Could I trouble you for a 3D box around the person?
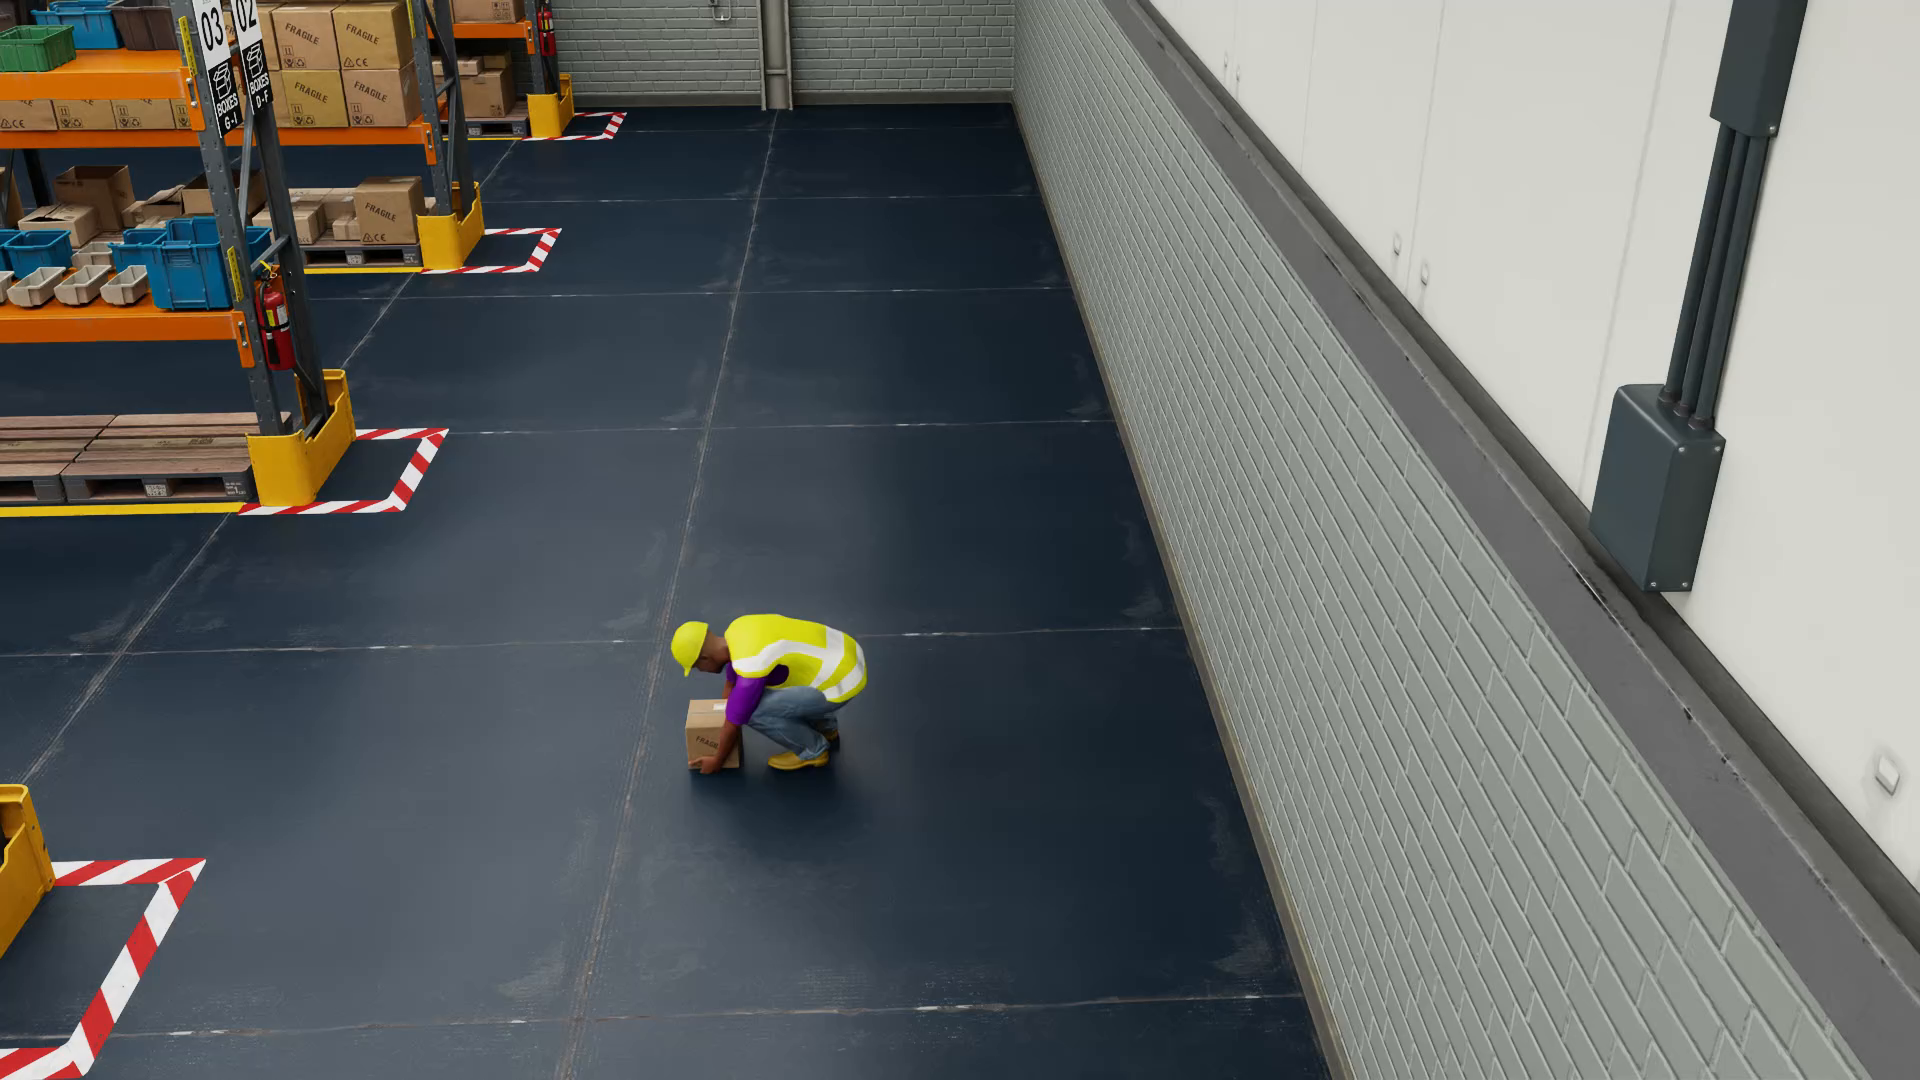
[{"bbox_3d":[-0.930,0.762,8.244,0.943,0.863,0.537,-2,27,-4],"label":"person"}]
